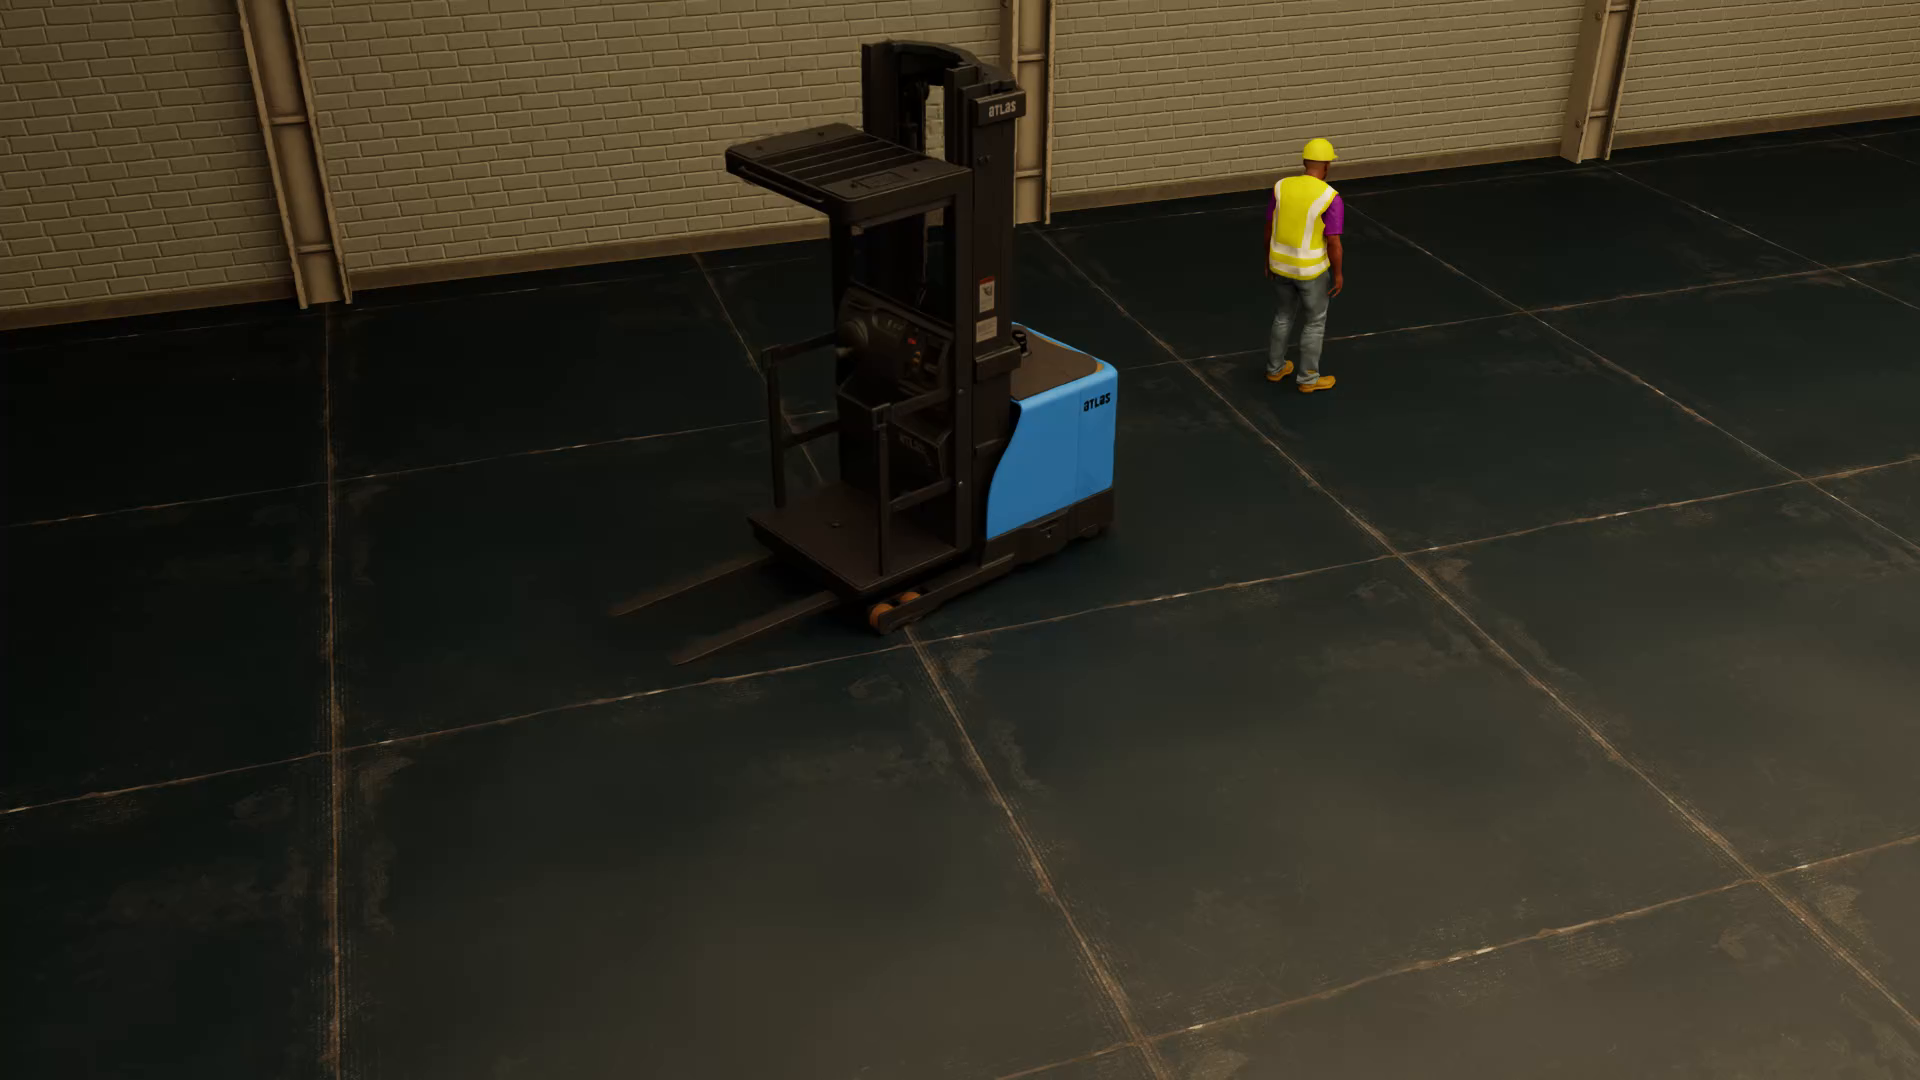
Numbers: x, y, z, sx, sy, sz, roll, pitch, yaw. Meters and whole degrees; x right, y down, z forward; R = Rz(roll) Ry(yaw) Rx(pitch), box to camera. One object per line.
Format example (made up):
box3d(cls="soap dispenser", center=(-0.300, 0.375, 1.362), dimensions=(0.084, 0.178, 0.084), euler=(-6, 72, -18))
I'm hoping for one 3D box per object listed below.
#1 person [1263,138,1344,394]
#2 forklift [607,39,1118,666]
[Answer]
box3d(cls="person", center=(2.398, -1.913, 11.592), dimensions=(0.463, 1.759, 0.626), euler=(-26, 39, -38))
box3d(cls="forklift", center=(-0.522, -1.050, 8.913), dimensions=(3.031, 2.935, 1.130), euler=(-23, 37, -34))
